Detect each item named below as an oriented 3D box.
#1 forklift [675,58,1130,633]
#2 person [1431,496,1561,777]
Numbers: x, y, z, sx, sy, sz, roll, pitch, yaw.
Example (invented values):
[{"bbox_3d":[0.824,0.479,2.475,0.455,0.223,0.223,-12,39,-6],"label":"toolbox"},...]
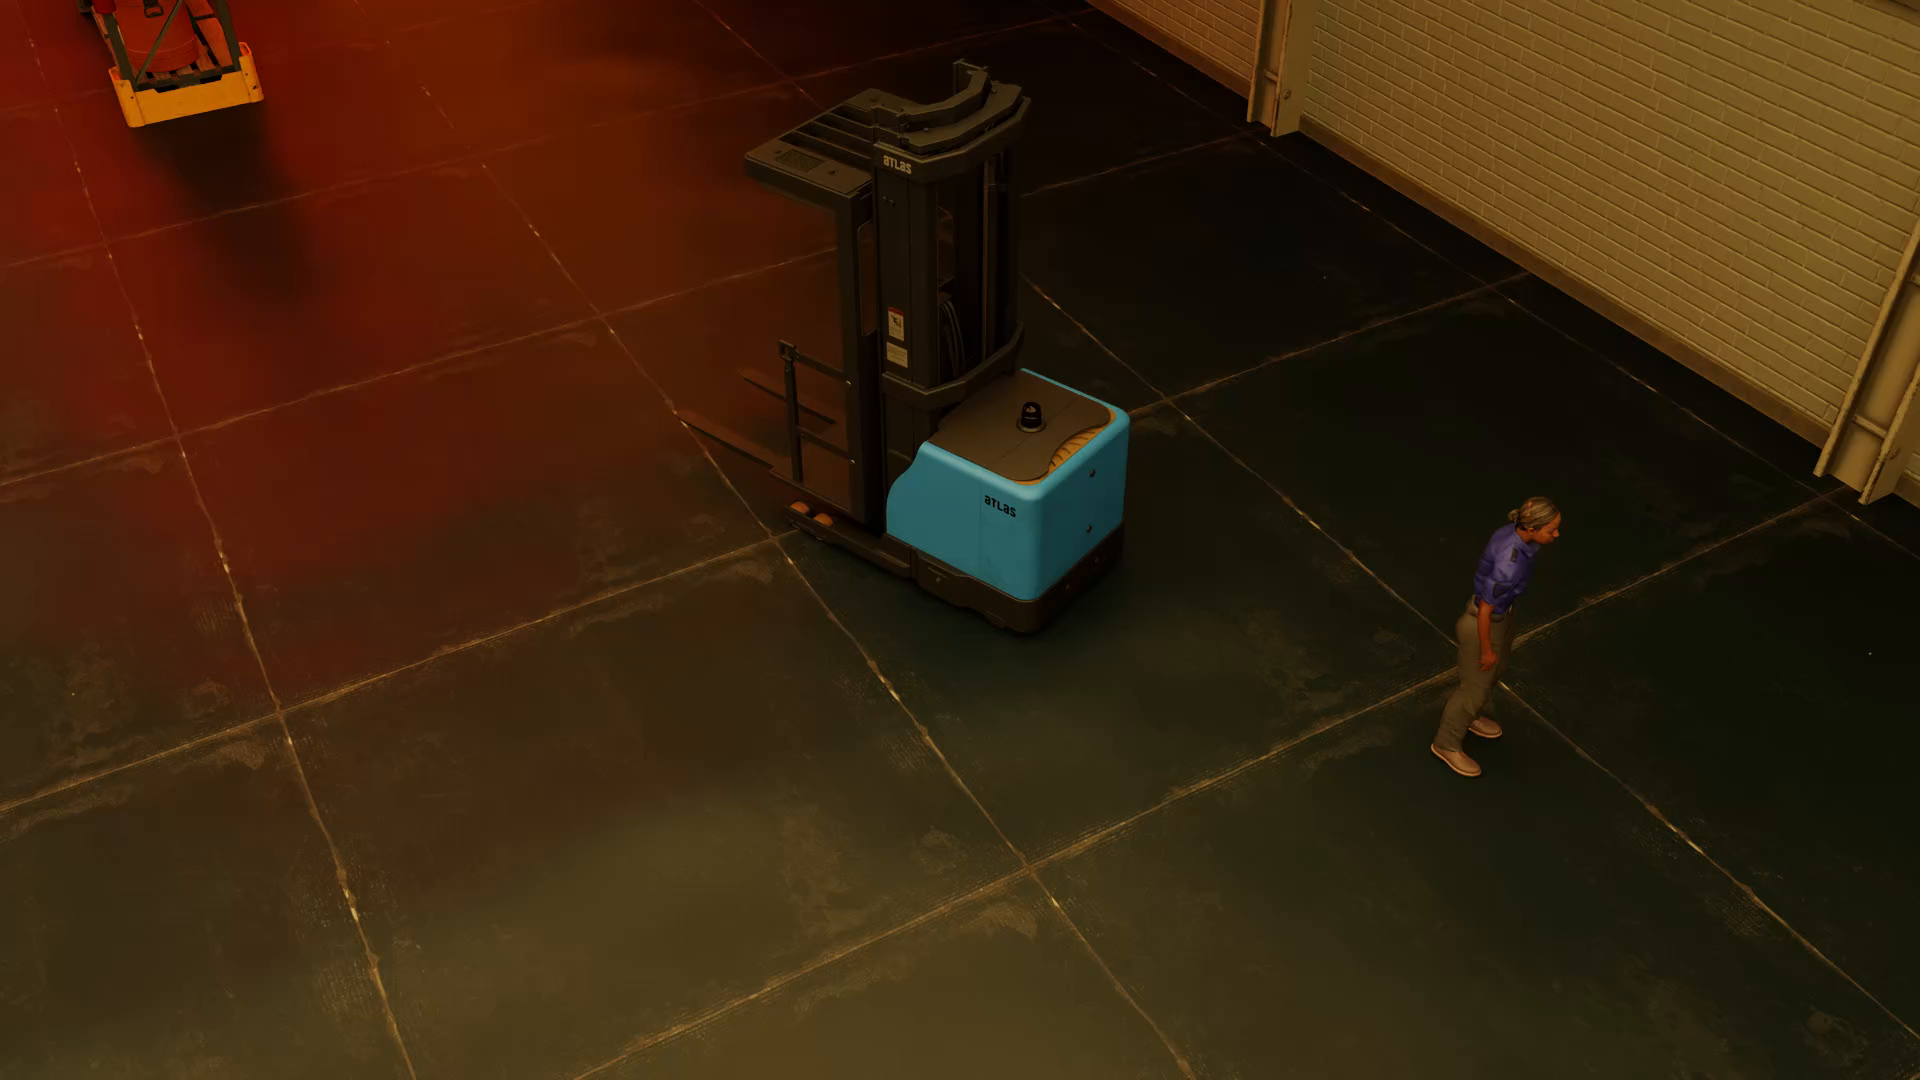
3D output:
[{"bbox_3d":[-0.481,-1.366,9.683,3.031,2.935,1.130,26,46,28],"label":"forklift"},{"bbox_3d":[2.729,0.445,8.501,0.348,1.655,0.532,20,44,23],"label":"person"}]
